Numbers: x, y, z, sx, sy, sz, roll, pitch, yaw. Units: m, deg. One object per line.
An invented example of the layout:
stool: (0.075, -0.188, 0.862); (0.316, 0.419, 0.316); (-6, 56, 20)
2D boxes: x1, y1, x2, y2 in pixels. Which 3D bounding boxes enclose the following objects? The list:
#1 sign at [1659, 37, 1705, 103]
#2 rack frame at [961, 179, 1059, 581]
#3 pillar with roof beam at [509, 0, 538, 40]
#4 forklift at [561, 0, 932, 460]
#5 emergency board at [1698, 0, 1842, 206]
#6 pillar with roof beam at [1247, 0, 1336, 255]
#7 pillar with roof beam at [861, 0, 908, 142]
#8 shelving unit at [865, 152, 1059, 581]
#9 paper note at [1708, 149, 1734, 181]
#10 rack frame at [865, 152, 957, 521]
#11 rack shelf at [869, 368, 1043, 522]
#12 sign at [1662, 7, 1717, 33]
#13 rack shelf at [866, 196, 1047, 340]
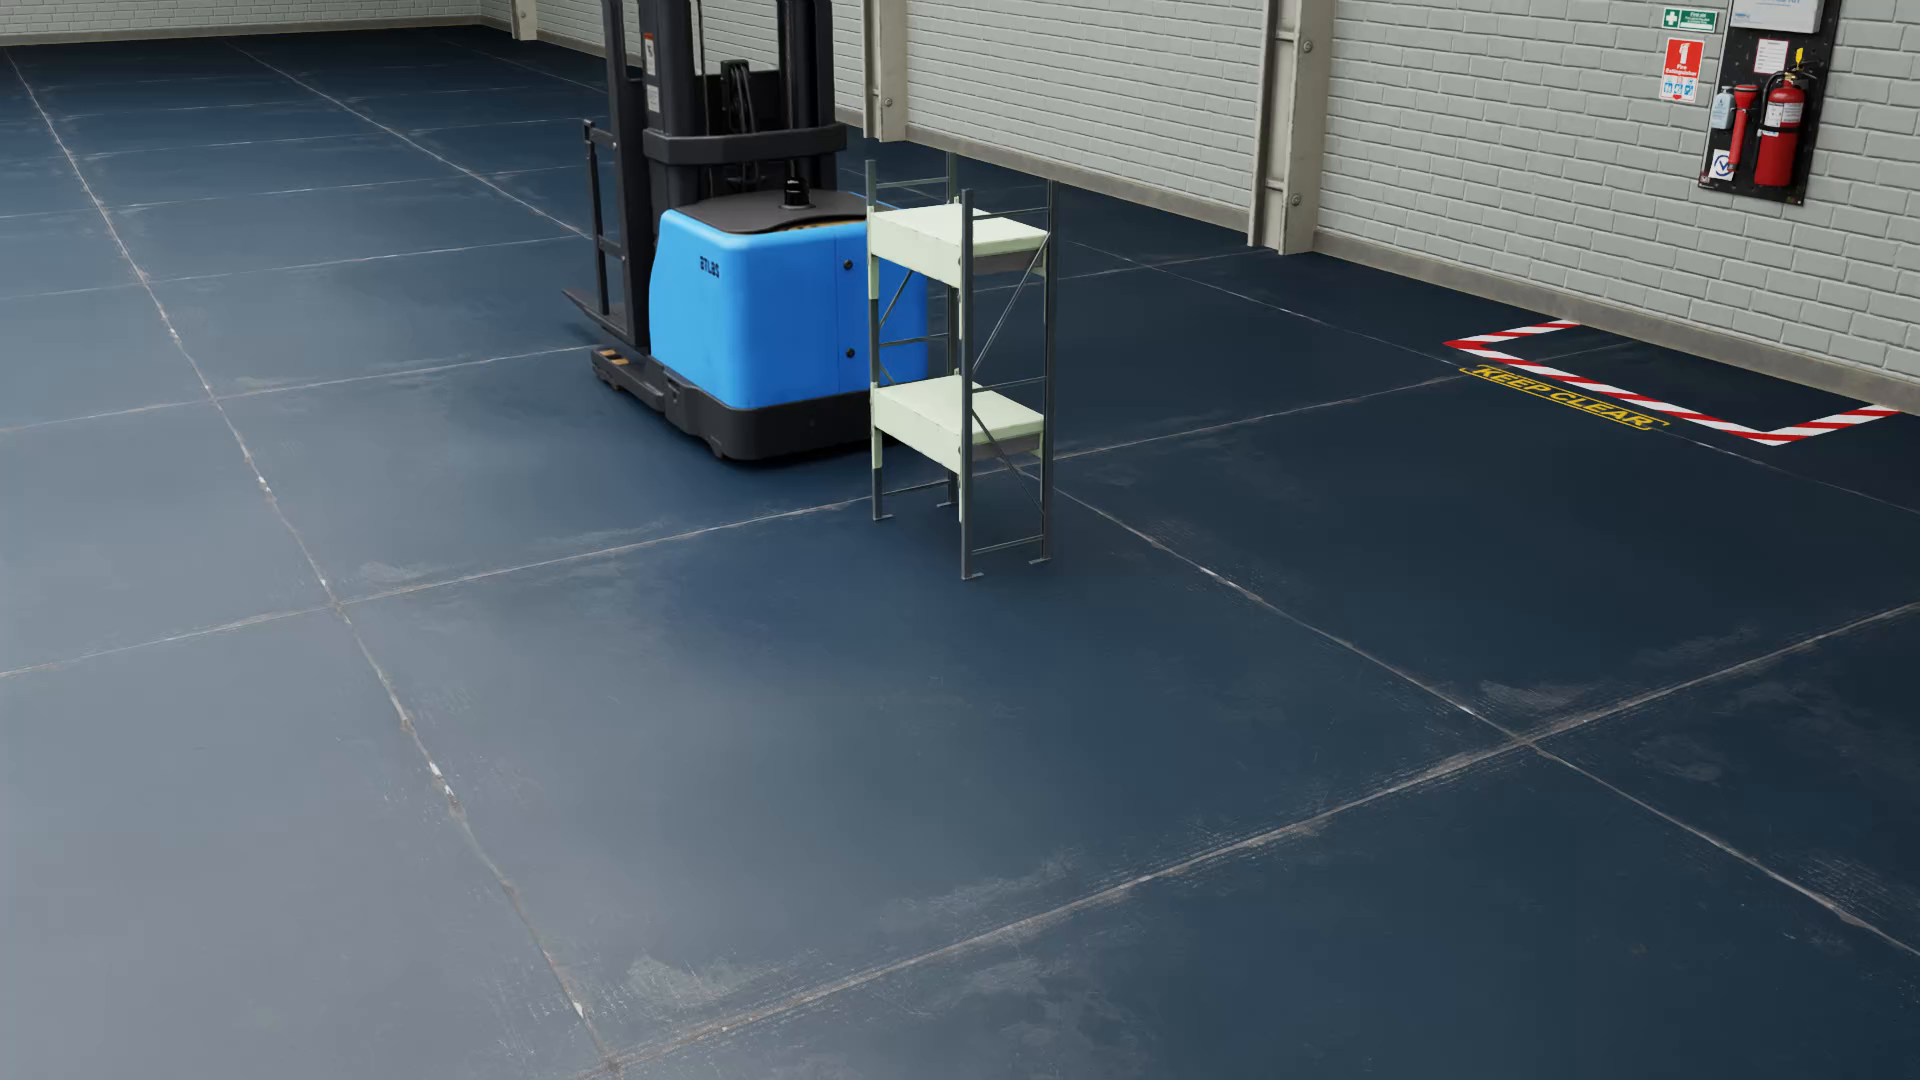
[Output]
sign: (3.960, -2.580, 9.127); (0.001, 0.329, 0.234); (-13, 25, -28)
rack frame: (0.184, -0.578, 6.243); (0.400, 1.500, 0.023); (-13, 25, -28)
pillar with roof beam: (-10.578, -11.277, 22.606); (9.100, 9.000, 0.400); (-13, 25, -28)
forklift: (-1.317, -2.226, 8.396); (1.130, 2.935, 3.031); (-13, 25, -28)
emergency board: (4.153, -2.364, 8.645); (0.194, 1.169, 0.643); (-13, 25, -28)
pillar with roof beam: (-1.383, -5.450, 8.270); (9.100, 9.000, 0.400); (-13, 25, -28)
pillar with roof beam: (-4.448, -7.393, 13.049); (9.100, 9.000, 0.400); (-13, 25, -28)
shelving unit: (-0.003, -0.697, 6.534); (0.431, 1.500, 0.755); (-13, 25, -28)
paper note: (4.122, -2.027, 8.984); (0.016, 0.148, 0.142); (-13, 25, -28)
rack frame: (-0.190, -0.815, 6.826); (0.400, 1.500, 0.023); (-13, 25, -28)
rack shelf: (-0.003, -0.395, 6.657); (0.431, 0.370, 0.720); (-13, 25, -28)
sign: (3.954, -2.822, 9.019); (0.001, 0.109, 0.331); (-13, 25, -28)
rack shelf: (-0.003, -1.058, 6.387); (0.431, 0.370, 0.720); (-13, 25, -28)
